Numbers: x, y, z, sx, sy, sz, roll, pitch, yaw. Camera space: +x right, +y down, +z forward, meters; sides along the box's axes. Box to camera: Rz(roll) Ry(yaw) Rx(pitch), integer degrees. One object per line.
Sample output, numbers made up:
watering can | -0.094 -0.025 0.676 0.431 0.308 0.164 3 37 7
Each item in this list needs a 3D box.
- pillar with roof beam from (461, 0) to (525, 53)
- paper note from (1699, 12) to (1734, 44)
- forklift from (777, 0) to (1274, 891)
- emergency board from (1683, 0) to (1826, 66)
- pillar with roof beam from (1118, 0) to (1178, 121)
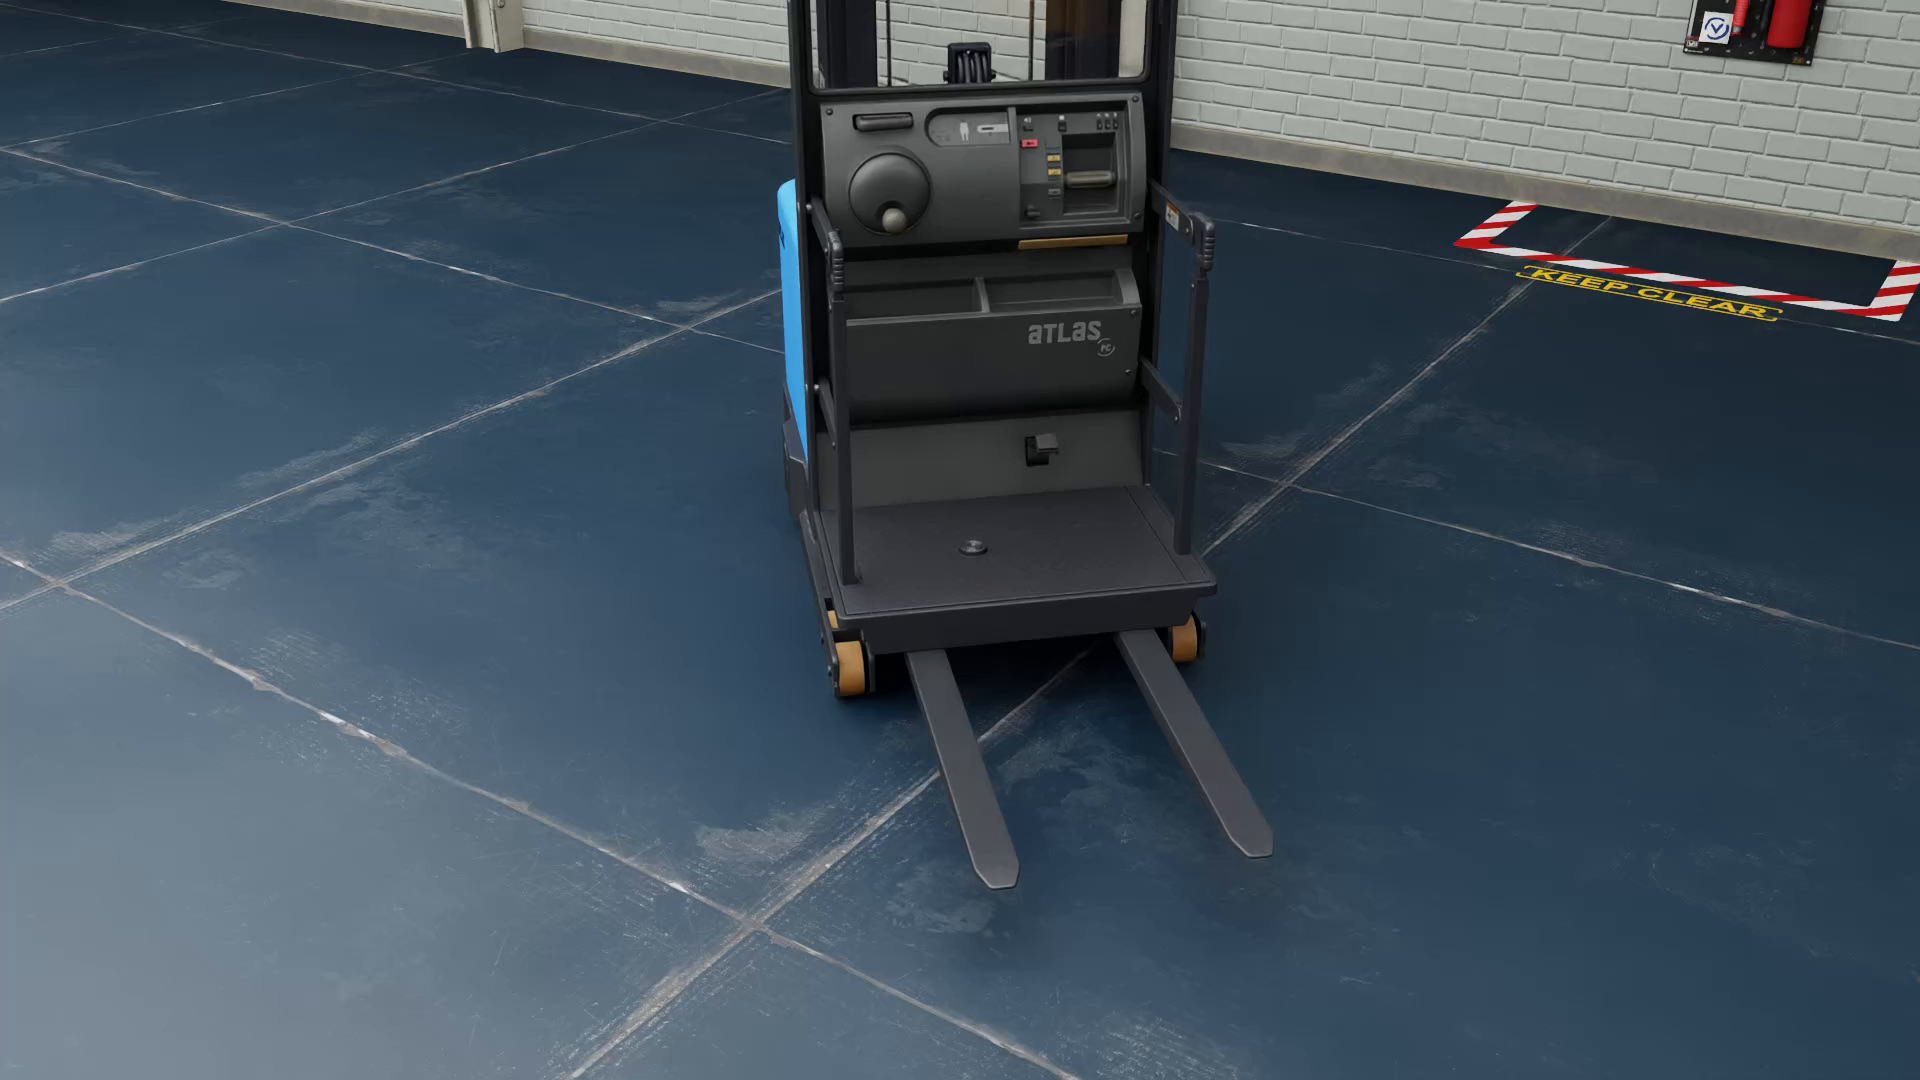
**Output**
pillar with roof beam | -6.272 -6.483 8.567 0.400 9.000 9.100 17 32 30
paper note | 3.934 -2.665 8.650 0.142 0.148 0.016 17 32 30
forklift | 0.115 -1.029 4.540 1.130 2.935 3.031 -5 27 -10
emergency board | 4.041 -2.986 8.310 0.643 1.169 0.194 17 32 30
pillar with roof beam | -1.326 -4.942 5.540 0.400 9.000 9.100 17 32 30
